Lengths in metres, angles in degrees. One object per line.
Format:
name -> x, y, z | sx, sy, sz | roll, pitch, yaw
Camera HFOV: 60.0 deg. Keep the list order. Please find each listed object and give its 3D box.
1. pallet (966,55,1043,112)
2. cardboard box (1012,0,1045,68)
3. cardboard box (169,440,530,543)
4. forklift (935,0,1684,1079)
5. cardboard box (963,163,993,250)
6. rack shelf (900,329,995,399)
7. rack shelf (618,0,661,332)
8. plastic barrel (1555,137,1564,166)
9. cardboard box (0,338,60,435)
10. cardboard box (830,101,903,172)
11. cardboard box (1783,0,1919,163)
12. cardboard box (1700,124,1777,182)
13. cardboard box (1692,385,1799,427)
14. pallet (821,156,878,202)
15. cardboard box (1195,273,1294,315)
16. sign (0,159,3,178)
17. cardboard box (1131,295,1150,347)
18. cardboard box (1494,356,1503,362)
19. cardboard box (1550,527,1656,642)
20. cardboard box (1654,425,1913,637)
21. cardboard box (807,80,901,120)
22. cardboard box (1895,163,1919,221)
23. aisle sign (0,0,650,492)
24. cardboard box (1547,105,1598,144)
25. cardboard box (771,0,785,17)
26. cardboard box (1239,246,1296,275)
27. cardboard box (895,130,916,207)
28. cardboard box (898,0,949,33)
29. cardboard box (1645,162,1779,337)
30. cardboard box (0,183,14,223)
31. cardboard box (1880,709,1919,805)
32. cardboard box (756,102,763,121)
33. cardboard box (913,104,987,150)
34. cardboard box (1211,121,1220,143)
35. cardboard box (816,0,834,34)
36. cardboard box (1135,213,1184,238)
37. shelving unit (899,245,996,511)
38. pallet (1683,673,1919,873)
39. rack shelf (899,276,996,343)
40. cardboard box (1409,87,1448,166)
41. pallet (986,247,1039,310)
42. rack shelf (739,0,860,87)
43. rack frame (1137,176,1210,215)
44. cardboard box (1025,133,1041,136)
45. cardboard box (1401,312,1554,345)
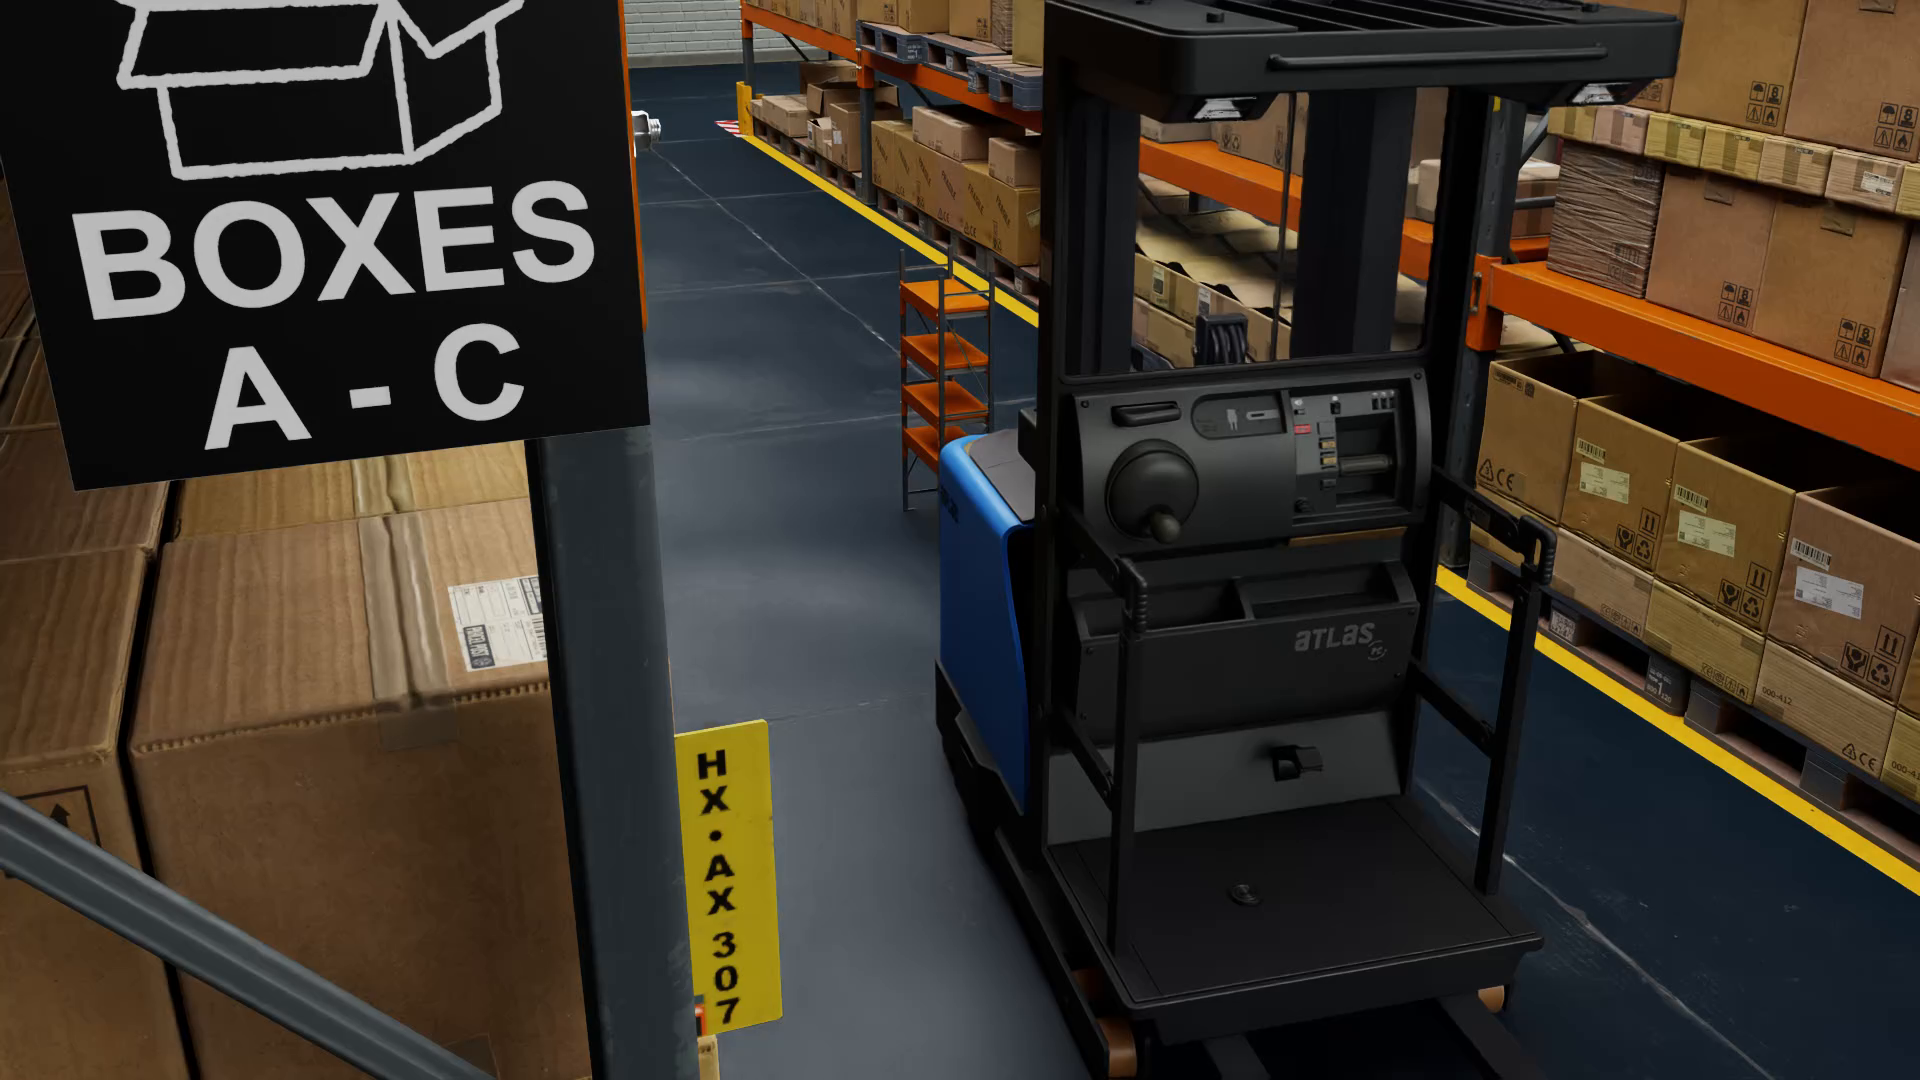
pallet -> 0.776, -2.946, 10.626 | 1.213, 0.211, 1.003 | -8, 24, -19
cardboard box -> 0.753, -3.251, 10.432 | 0.700, 0.500, 0.500 | -18, 29, -36
cardboard box -> -0.778, 0.108, 2.333 | 0.500, 0.500, 0.500 | -8, 24, -19
forklift -> 0.787, -0.183, 3.910 | 1.130, 2.935, 3.031 | -6, 24, -13
cardboard box -> 0.349, -2.345, 11.603 | 0.500, 0.500, 0.500 | -9, 25, -21
rack shelf -> -0.058, -0.757, 7.099 | 0.258, 0.148, 0.480 | -8, 24, -19
rack shelf -> -1.432, -0.988, 2.796 | 1.077, 0.370, 4.000 | -8, 24, -19
plastic barrel -> 5.129, -3.145, 13.413 | 0.600, 0.588, 0.708 | -8, 24, -19
cardboard box -> -1.446, -0.010, 2.613 | 0.500, 0.500, 0.500 | -9, 24, -20
cardboard box -> -0.799, -3.471, 14.274 | 0.500, 0.500, 0.500 | -8, 24, -19
cardboard box -> 3.013, -1.463, 5.060 | 0.700, 0.500, 0.500 | -8, 24, -19
cardboard box -> 2.683, -1.286, 5.475 | 0.380, 0.149, 0.250 | -9, 24, -19
cardboard box -> 3.028, -0.295, 6.122 | 0.500, 0.500, 0.500 | -8, 24, -19
pallet -> -0.574, -3.216, 14.609 | 1.003, 0.211, 1.213 | -8, 24, -19
cardboard box -> 1.545, -1.190, 8.490 | 0.500, 0.311, 0.500 | -9, 24, -20
sign -> -2.657, -1.120, 4.554 | 0.100, 0.325, 0.005 | -8, 24, -19
cardboard box -> 1.170, -1.312, 9.499 | 0.500, 0.250, 0.500 | -9, 24, -20
cardboard box -> 2.083, -0.637, 7.178 | 0.500, 0.311, 0.500 | -8, 24, -19
cardboard box -> 2.546, 0.121, 6.100 | 0.500, 0.250, 0.500 | -8, 24, -19
cardboard box -> 2.719, -0.042, 5.522 | 0.500, 0.500, 0.500 | -8, 24, -19
cardboard box -> -1.000, -3.986, 15.493 | 0.797, 0.503, 0.637 | -8, 24, -19
cardboard box -> 2.958, -1.003, 4.804 | 0.380, 0.149, 0.250 | -9, 24, -19
aisle sign -> -0.420, -0.423, 1.045 | 0.394, 0.787, 0.004 | -8, 24, -19
cardboard box -> 2.408, -1.566, 6.138 | 0.380, 0.149, 0.250 | -8, 24, -19
cardboard box -> -1.473, -5.184, 15.559 | 0.500, 0.500, 0.500 | -8, 24, -19
cardboard box -> 1.862, -1.455, 9.117 | 0.500, 0.311, 0.500 | -9, 24, -19
cardboard box -> -0.190, -2.901, 12.923 | 0.500, 0.500, 0.500 | -8, 24, -18
cardboard box -> -0.072, -4.047, 12.321 | 0.700, 0.500, 0.500 | -5, 23, -11
cardboard box -> 2.849, -1.040, 5.726 | 0.700, 0.500, 0.500 | -9, 24, -20
cardboard box -> -1.989, -0.562, 3.922 | 0.500, 0.500, 0.500 | -8, 24, -19
cardboard box -> 3.075, 0.666, 4.806 | 0.500, 0.250, 0.500 | -8, 24, -19
cardboard box -> -1.830, -4.312, 16.700 | 0.380, 0.166, 0.250 | -8, 24, -19
cardboard box -> -0.036, -3.075, 12.371 | 0.500, 0.250, 0.500 | -8, 24, -19
cardboard box -> 1.584, -2.227, 8.995 | 0.380, 0.149, 0.250 | -7, 24, -15
cardboard box -> -0.932, -4.631, 14.247 | 0.500, 0.500, 0.500 | -8, 24, -17
cardboard box -> 0.991, -1.752, 9.823 | 0.500, 0.311, 0.500 | -7, 24, -17
shelving unit -> -0.058, -0.613, 7.160 | 0.258, 1.200, 0.503 | -8, 24, -19
pallet -> 3.171, 0.679, 5.367 | 1.003, 0.211, 1.213 | -8, 24, -19
rack shelf -> -0.058, -0.975, 7.007 | 0.258, 0.148, 0.480 | -8, 24, -19
cardboard box -> 2.052, -1.864, 7.681 | 0.500, 0.500, 0.500 | -7, 24, -15
pallet -> 0.853, -1.790, 11.224 | 1.003, 0.211, 1.213 | -8, 24, -19
rack shelf -> -1.038, -4.647, 15.339 | 1.077, 0.370, 4.000 | -8, 24, -19
rack frame -> 1.081, -2.798, 10.027 | 1.000, 3.000, 0.127 | -8, 24, -19
cardboard box -> 0.454, -2.799, 12.682 | 0.500, 0.500, 0.500 | -8, 24, -18
cardboard box -> 2.409, -0.897, 7.793 | 0.500, 0.311, 0.500 | -9, 24, -20
